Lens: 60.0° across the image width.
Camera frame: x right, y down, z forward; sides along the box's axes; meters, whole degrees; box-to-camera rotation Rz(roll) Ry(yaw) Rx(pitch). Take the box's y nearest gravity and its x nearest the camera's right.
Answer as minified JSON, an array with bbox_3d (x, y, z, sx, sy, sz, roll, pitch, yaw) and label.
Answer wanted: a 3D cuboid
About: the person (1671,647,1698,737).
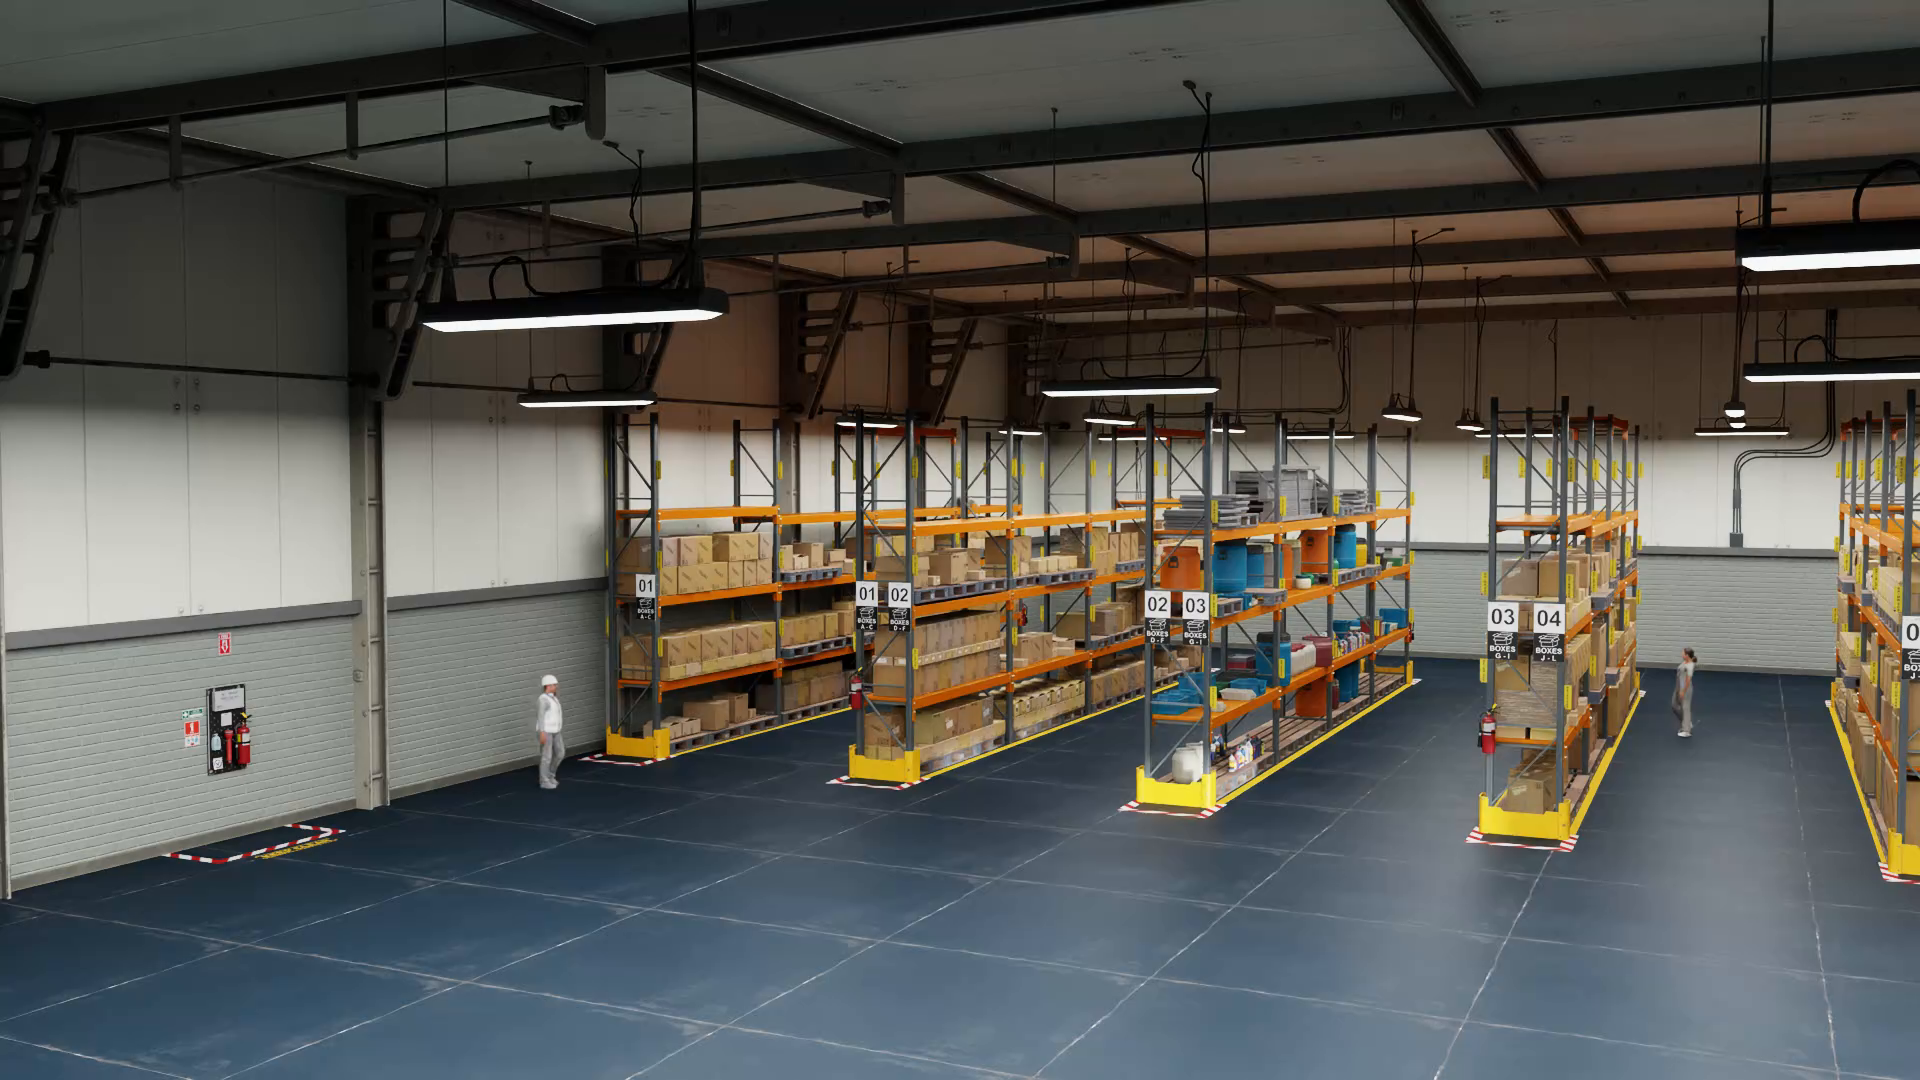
[{"bbox_3d":[13.658,2.847,31.334,0.427,1.671,0.543,0,2,1],"label":"person"}]

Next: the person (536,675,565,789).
[{"bbox_3d":[-6.489,3.027,26.194,0.366,1.796,0.621,0,2,9],"label":"person"}]
